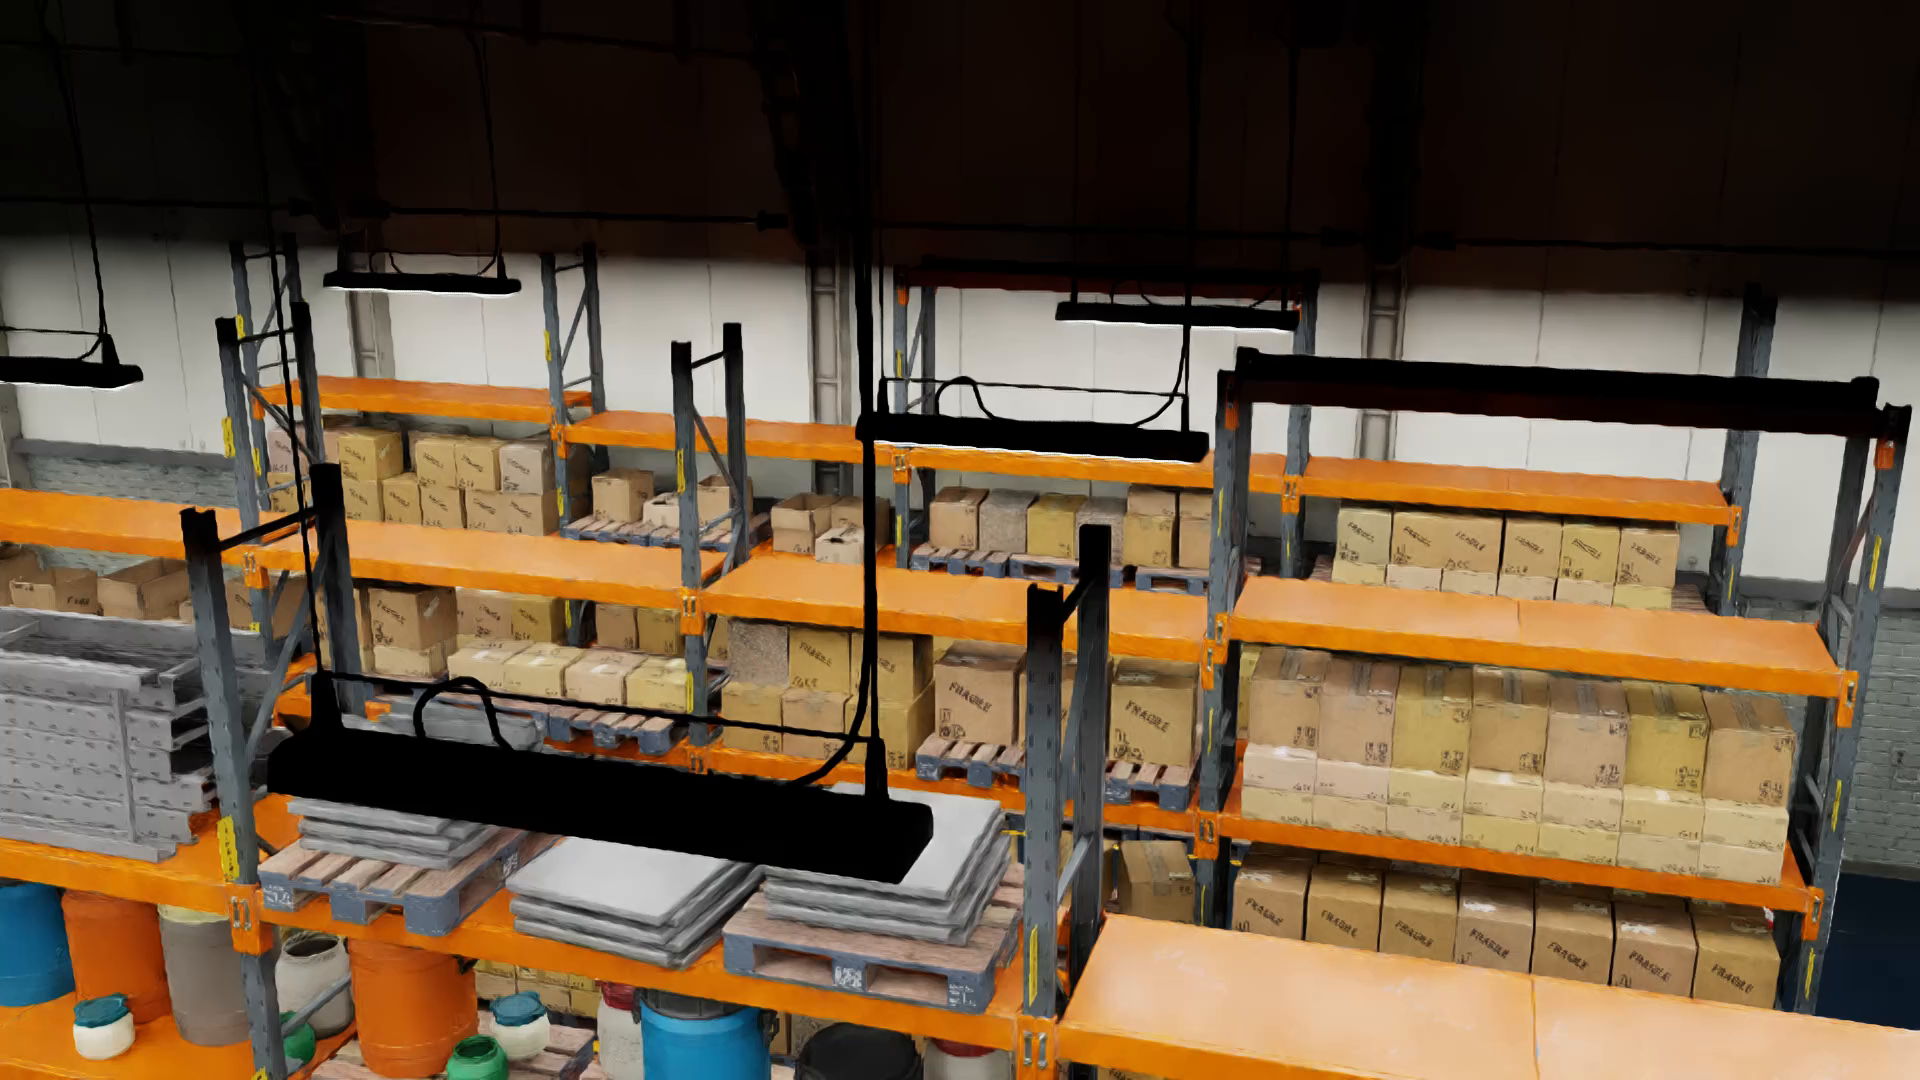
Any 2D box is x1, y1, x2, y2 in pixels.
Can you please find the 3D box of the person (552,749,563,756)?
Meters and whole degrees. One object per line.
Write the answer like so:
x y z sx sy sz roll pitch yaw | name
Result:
-3.863 2.744 16.155 1.126 1.672 0.542 6 17 19 | person
